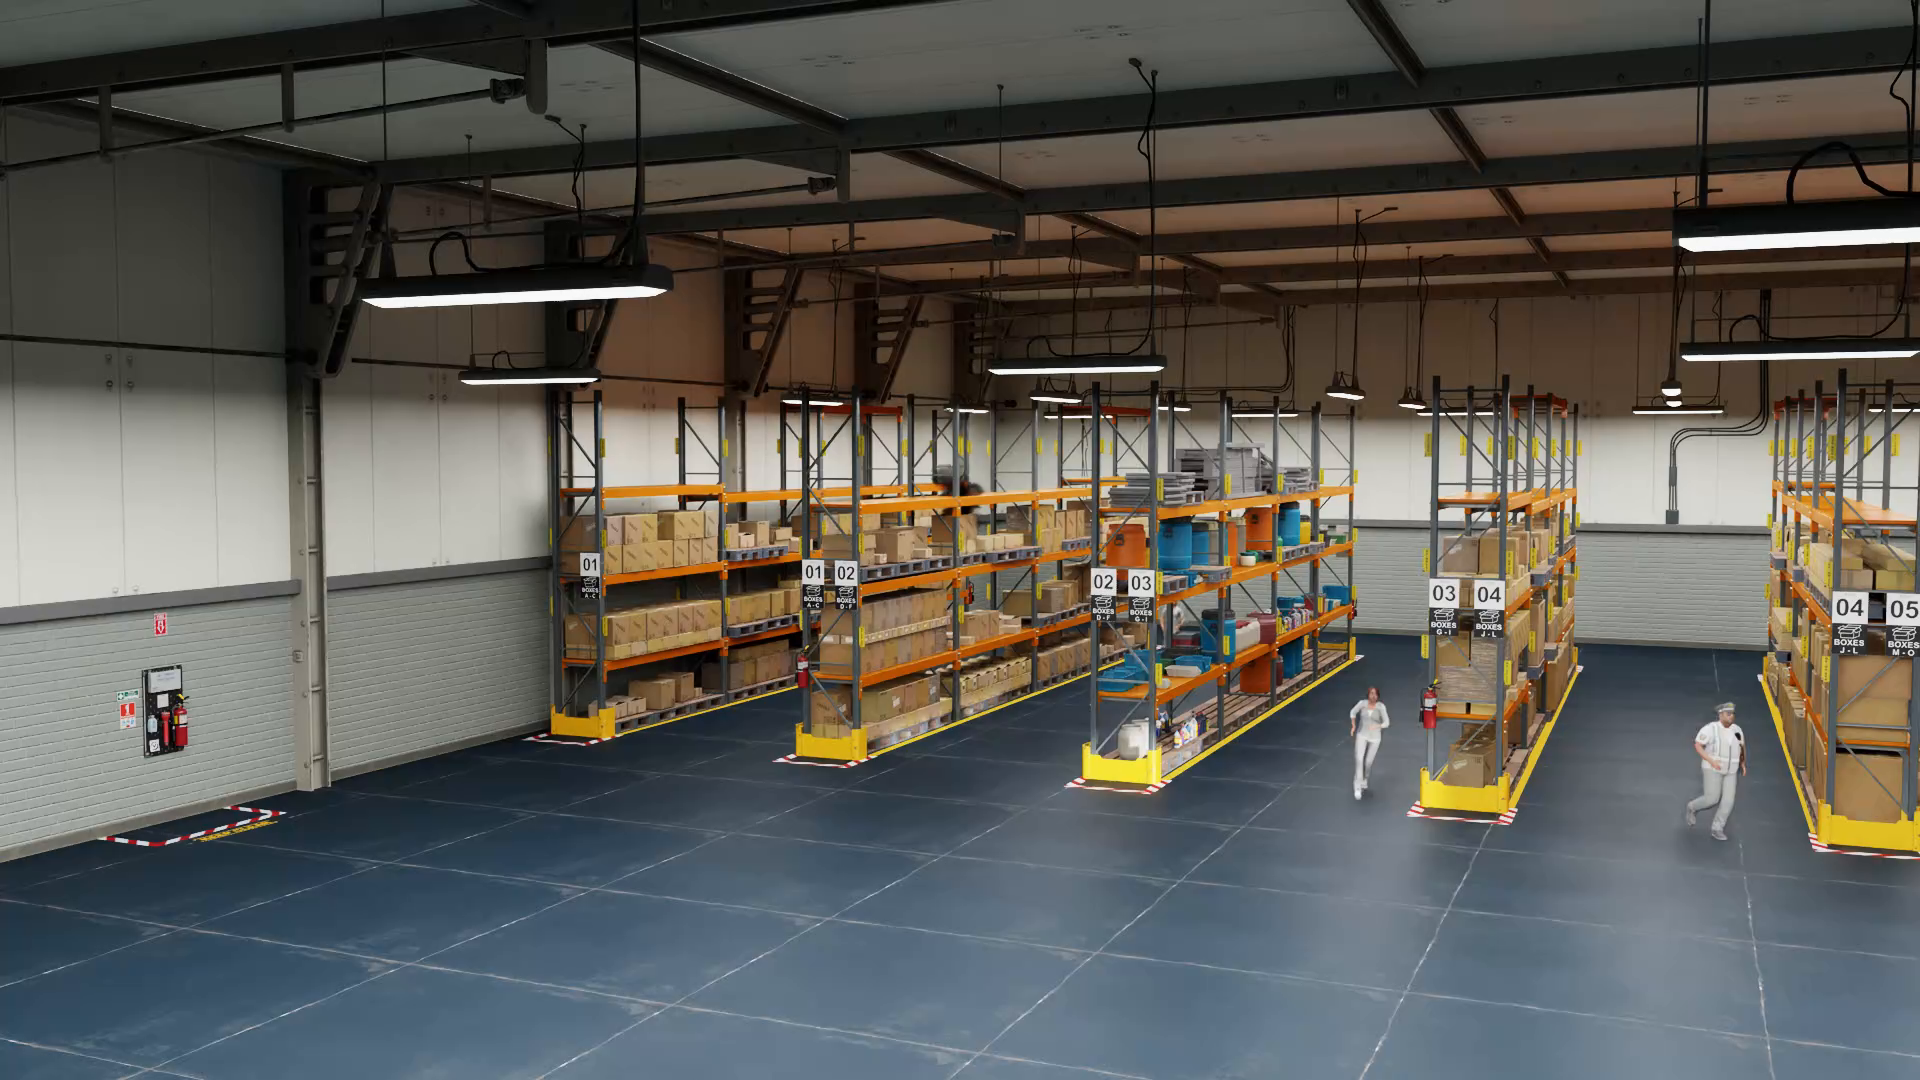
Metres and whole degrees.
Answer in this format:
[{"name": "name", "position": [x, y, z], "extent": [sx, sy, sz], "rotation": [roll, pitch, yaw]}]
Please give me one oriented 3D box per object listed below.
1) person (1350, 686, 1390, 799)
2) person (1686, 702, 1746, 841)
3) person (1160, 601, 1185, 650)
[{"name": "person", "position": [5.913, 2.904, 24.010], "extent": [0.551, 1.637, 0.740], "rotation": [1, 3, 14]}, {"name": "person", "position": [9.834, 2.950, 21.486], "extent": [0.705, 1.742, 0.718], "rotation": [0, 3, -8]}, {"name": "person", "position": [4.881, 2.092, 38.246], "extent": [0.568, 1.619, 0.643], "rotation": [1, 3, 21]}]
